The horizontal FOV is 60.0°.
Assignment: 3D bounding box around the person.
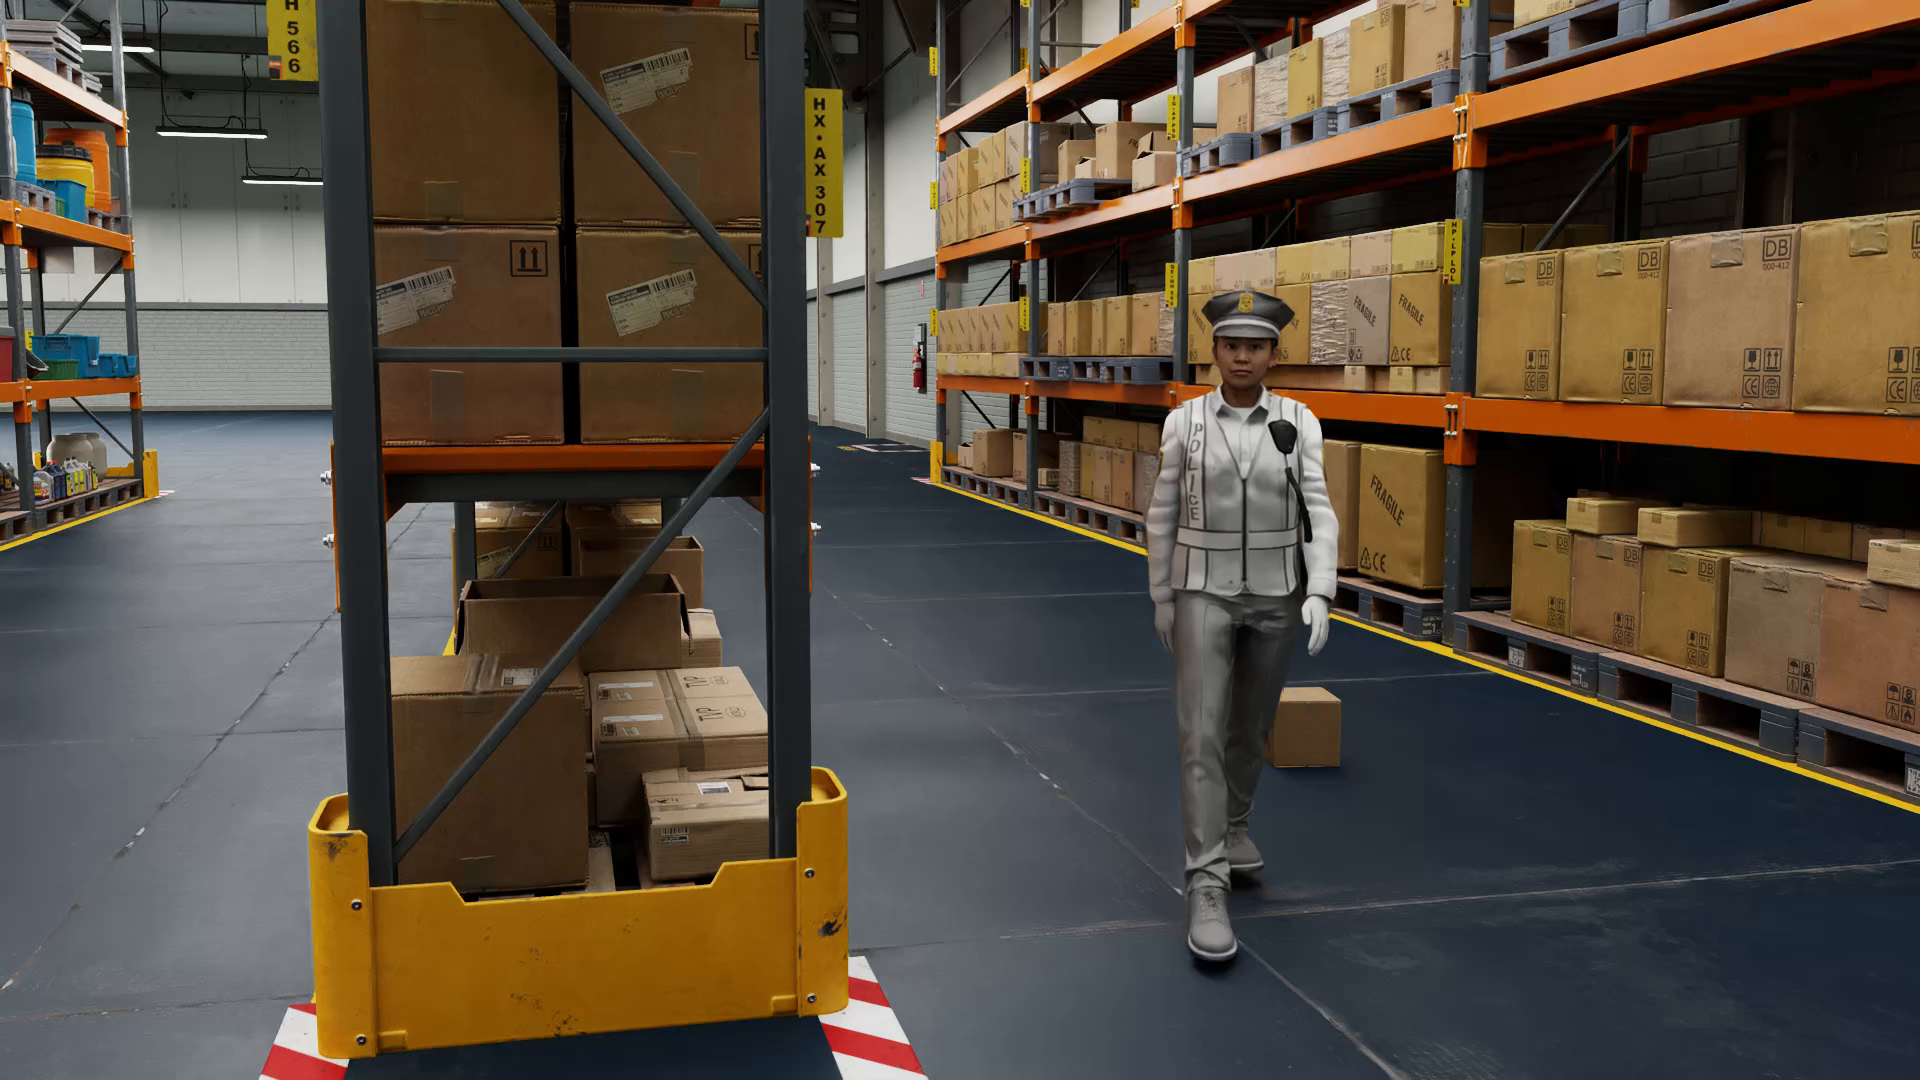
[{"bbox_3d":[0.760,0.165,4.434,0.500,1.654,0.922,0,6,2],"label":"person"}]
